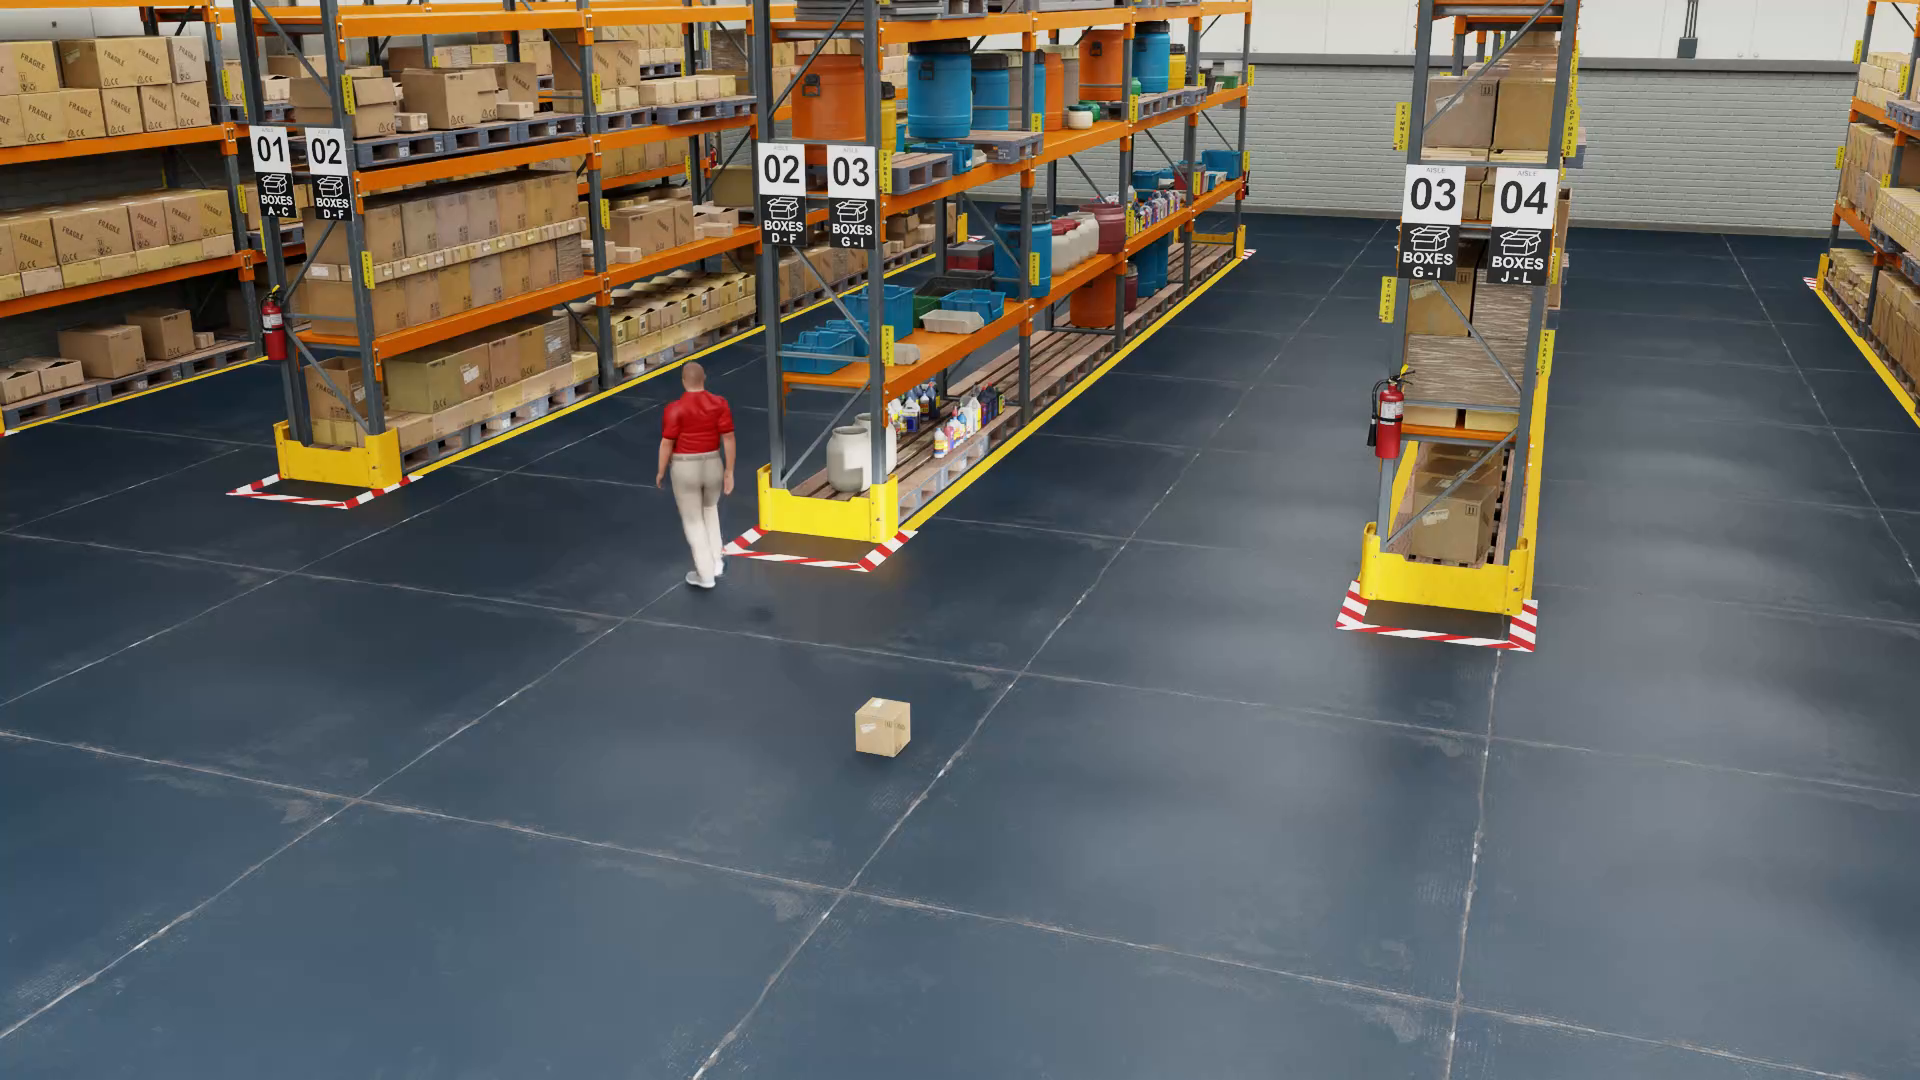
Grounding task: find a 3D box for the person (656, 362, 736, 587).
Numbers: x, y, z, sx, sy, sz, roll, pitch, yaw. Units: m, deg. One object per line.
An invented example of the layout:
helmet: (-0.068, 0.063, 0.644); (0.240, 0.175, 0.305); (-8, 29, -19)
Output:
person: (-1.992, -0.469, 12.539); (0.548, 1.797, 0.516); (-12, 22, -32)
